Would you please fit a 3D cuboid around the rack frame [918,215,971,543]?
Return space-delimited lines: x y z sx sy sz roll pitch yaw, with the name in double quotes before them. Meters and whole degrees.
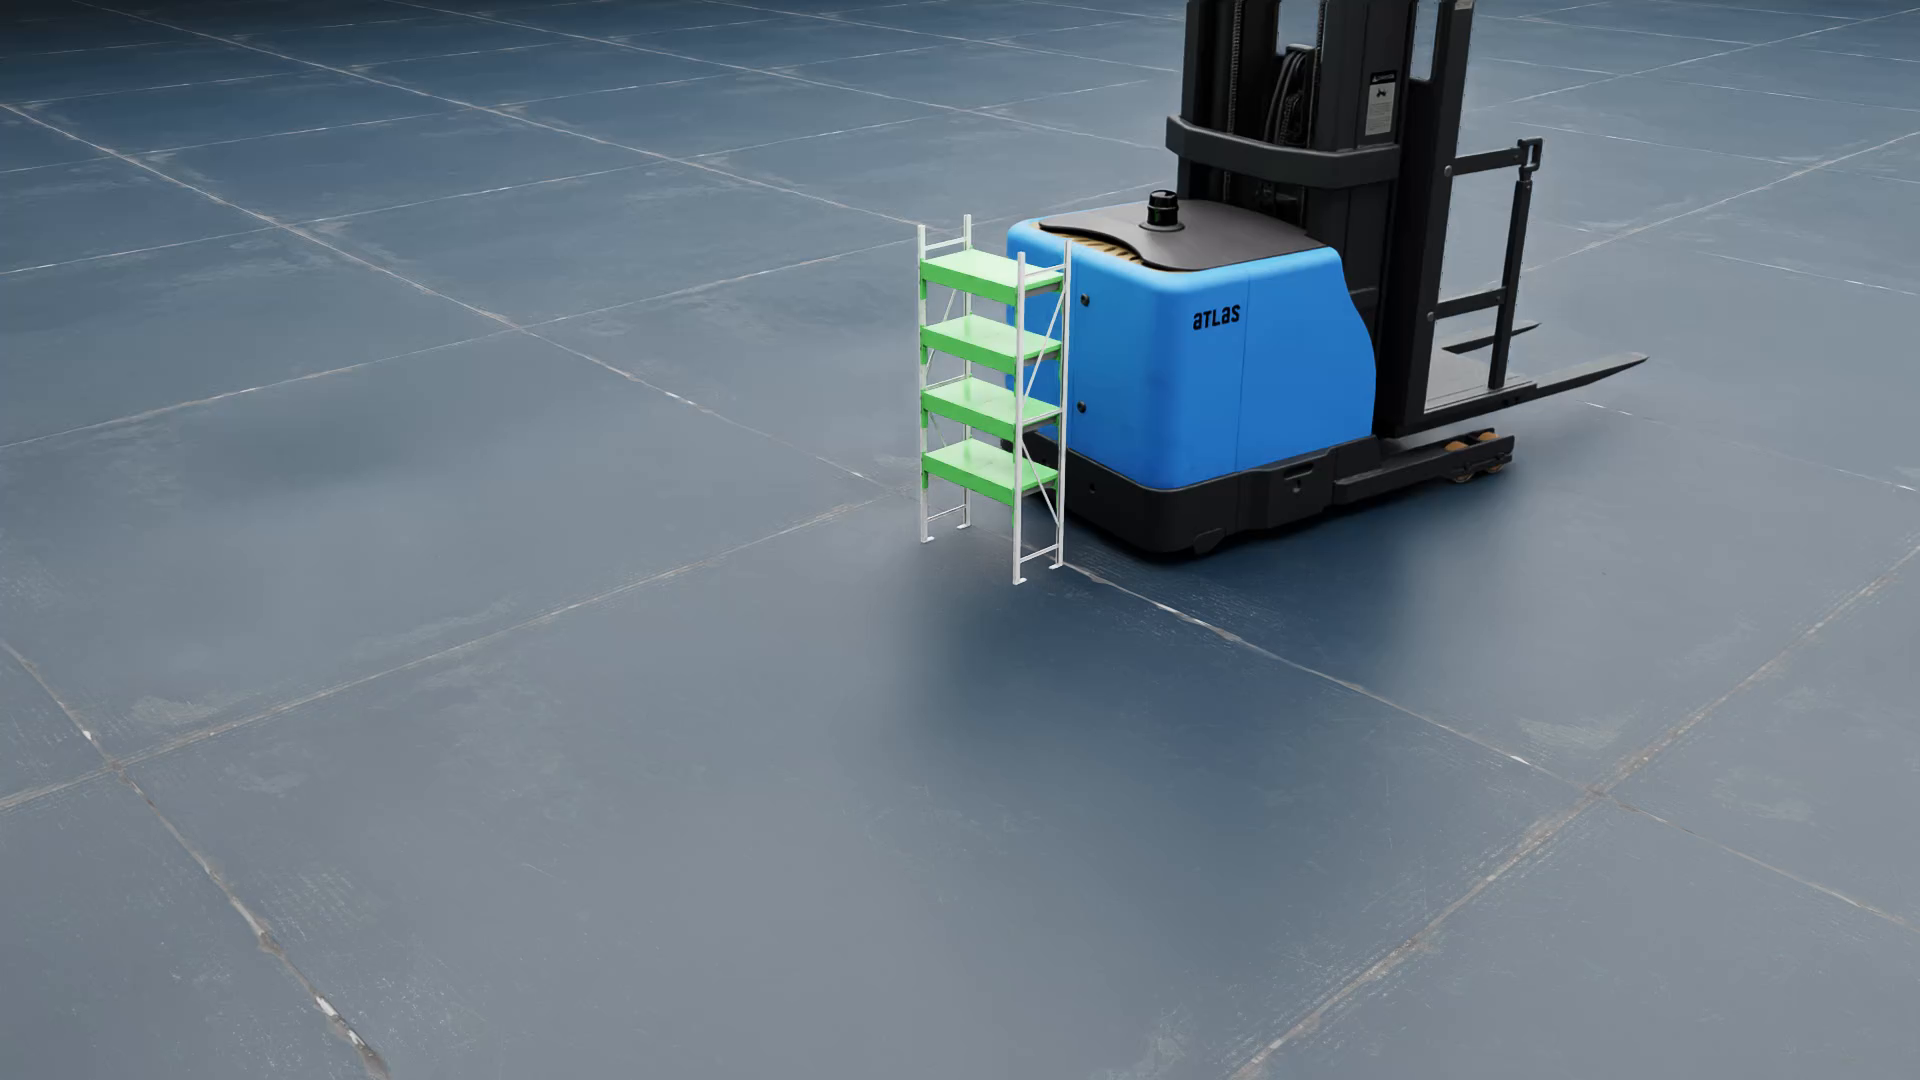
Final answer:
"rack frame" -0.054 -0.570 6.053 0.240 1.200 0.015 -21 32 -38

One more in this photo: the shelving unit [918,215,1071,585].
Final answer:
"shelving unit" 0.113 -0.496 5.891 0.258 1.200 0.503 -21 32 -38

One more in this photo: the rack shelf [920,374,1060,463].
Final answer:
"rack shelf" 0.113 -0.438 5.918 0.258 0.148 0.480 -21 32 -38

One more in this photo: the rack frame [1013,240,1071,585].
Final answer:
"rack frame" 0.280 -0.422 5.729 0.240 1.200 0.015 -21 32 -38

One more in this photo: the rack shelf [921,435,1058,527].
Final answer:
"rack shelf" 0.113 -0.219 6.017 0.258 0.148 0.480 -21 32 -38

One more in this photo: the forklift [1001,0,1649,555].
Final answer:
"forklift" 1.676 -1.732 6.516 3.031 2.935 1.130 -15 29 -30

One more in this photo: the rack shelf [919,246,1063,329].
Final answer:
"rack shelf" 0.113 -0.874 5.718 0.258 0.148 0.480 -21 32 -38

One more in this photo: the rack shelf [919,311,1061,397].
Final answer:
"rack shelf" 0.113 -0.656 5.818 0.258 0.148 0.480 -21 32 -38
